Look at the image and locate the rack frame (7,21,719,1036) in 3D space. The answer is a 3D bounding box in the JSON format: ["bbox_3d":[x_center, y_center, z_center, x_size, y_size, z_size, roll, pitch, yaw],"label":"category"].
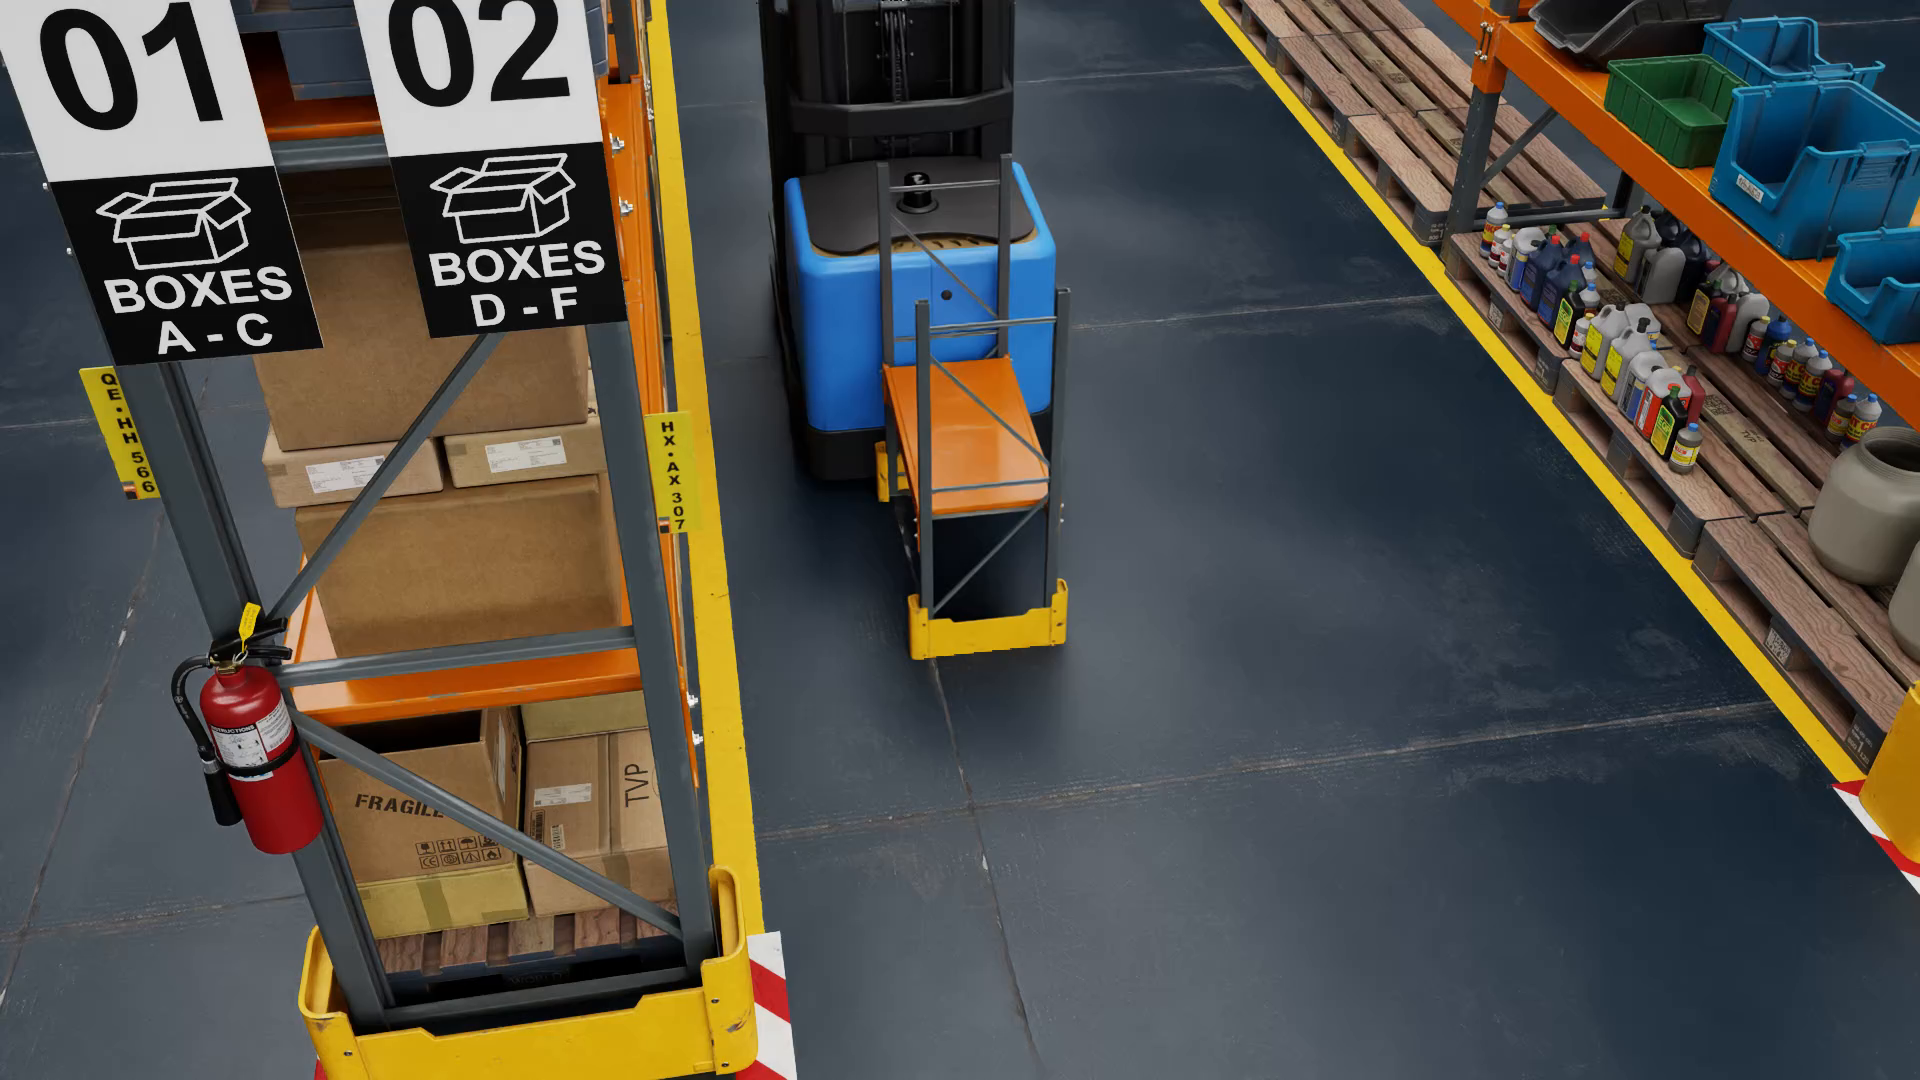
[{"bbox_3d":[-1.187,0.281,3.943,1.000,3.000,0.127,-6,38,-8],"label":"rack frame"}]

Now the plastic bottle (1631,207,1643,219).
[{"bbox_3d":[3.360,-1.548,8.220,0.097,0.201,0.097,0,38,0],"label":"plastic bottle"}]

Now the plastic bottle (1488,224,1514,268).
[{"bbox_3d":[2.631,-1.433,8.072,0.097,0.201,0.097,0,38,0],"label":"plastic bottle"}]

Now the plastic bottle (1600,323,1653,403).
[{"bbox_3d":[2.863,-0.777,7.106,0.144,0.351,0.185,-5,38,-6],"label":"plastic bottle"}]

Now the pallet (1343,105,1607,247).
[{"bbox_3d":[2.813,-2.034,9.196,1.003,0.211,1.213,-6,38,-8],"label":"pallet"}]

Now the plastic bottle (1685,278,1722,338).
[{"bbox_3d":[3.380,-1.071,7.539,0.061,0.283,0.133,-6,38,-8],"label":"plastic bottle"}]

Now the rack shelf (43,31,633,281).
[{"bbox_3d":[-1.537,-1.827,4.798,1.077,0.370,4.000,-6,38,-8],"label":"rack shelf"}]

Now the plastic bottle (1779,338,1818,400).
[{"bbox_3d":[3.602,-0.741,7.125,0.097,0.271,0.097,0,38,0],"label":"plastic bottle"}]

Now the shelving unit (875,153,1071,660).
[{"bbox_3d":[0.023,-0.500,6.171,0.587,1.500,1.083,-6,38,-7],"label":"shelving unit"}]

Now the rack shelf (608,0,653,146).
[{"bbox_3d":[-2.239,-3.058,8.828,1.077,0.370,4.000,-6,38,-8],"label":"rack shelf"}]

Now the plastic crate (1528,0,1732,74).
[{"bbox_3d":[2.956,-2.311,7.330,0.767,0.338,0.504,-6,38,-8],"label":"plastic crate"}]

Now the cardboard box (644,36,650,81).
[{"bbox_3d":[-2.078,-2.724,9.710,0.500,0.250,0.500,-5,38,-7],"label":"cardboard box"}]

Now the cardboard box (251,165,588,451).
[{"bbox_3d":[-1.265,-0.586,3.920,0.700,0.500,0.500,-6,38,-8],"label":"cardboard box"}]

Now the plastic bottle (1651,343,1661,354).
[{"bbox_3d":[2.974,-0.758,7.203,0.097,0.201,0.097,0,38,0],"label":"plastic bottle"}]

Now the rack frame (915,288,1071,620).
[{"bbox_3d":[0.106,-0.187,5.768,0.500,1.500,0.032,-6,38,-7],"label":"rack frame"}]

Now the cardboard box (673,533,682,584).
[{"bbox_3d":[-1.323,-0.053,6.272,0.500,0.250,0.500,-6,38,-8],"label":"cardboard box"}]

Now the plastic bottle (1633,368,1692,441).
[{"bbox_3d":[2.920,-0.565,6.893,0.152,0.276,0.135,-6,38,-8],"label":"plastic bottle"}]

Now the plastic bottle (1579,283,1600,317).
[{"bbox_3d":[2.818,-1.030,7.497,0.097,0.271,0.097,0,38,0],"label":"plastic bottle"}]

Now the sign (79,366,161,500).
[{"bbox_3d":[-1.723,-0.219,3.451,0.100,0.325,0.005,-6,38,-8],"label":"sign"}]

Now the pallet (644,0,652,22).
[{"bbox_3d":[-2.683,-3.904,11.604,1.003,0.211,1.213,-6,38,-8],"label":"pallet"}]

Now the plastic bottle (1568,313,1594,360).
[{"bbox_3d":[2.782,-0.914,7.404,0.097,0.201,0.097,0,38,0],"label":"plastic bottle"}]

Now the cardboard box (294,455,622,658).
[{"bbox_3d":[-1.256,-0.041,4.277,0.700,0.500,0.500,-6,38,-8],"label":"cardboard box"}]

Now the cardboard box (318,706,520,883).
[{"bbox_3d":[-1.574,0.613,4.803,0.500,0.500,0.500,-6,38,-8],"label":"cardboard box"}]

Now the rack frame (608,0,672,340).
[{"bbox_3d":[-1.888,-2.135,7.053,1.000,3.000,0.127,-6,38,-8],"label":"rack frame"}]

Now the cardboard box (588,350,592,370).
[{"bbox_3d":[-1.092,-0.434,4.253,0.380,0.149,0.250,-7,38,-9],"label":"cardboard box"}]

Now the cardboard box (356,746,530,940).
[{"bbox_3d":[-1.572,0.909,5.034,0.500,0.250,0.500,-6,38,-8],"label":"cardboard box"}]

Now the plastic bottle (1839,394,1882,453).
[{"bbox_3d":[3.680,-0.474,6.780,0.097,0.271,0.097,0,38,0],"label":"plastic bottle"}]

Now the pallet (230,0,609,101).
[{"bbox_3d":[-1.285,-1.298,3.603,1.003,0.211,1.213,-6,38,-8],"label":"pallet"}]

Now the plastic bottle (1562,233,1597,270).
[{"bbox_3d":[2.864,-1.276,7.748,0.144,0.351,0.185,-6,38,-8],"label":"plastic bottle"}]

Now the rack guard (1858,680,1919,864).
[{"bbox_3d":[3.631,0.697,5.445,1.175,0.500,0.348,-6,38,-8],"label":"rack guard"}]

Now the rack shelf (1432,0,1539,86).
[{"bbox_3d":[2.639,-3.589,9.511,1.077,0.370,4.000,-6,38,-8],"label":"rack shelf"}]

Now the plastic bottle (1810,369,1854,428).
[{"bbox_3d":[3.658,-0.617,6.955,0.061,0.283,0.133,-6,38,-7],"label":"plastic bottle"}]

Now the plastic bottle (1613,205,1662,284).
[{"bbox_3d":[3.244,-1.419,7.932,0.144,0.351,0.185,-6,38,-8],"label":"plastic bottle"}]

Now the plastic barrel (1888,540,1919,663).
[{"bbox_3d":[3.500,0.178,5.761,0.421,0.512,0.421,0,38,0],"label":"plastic barrel"}]

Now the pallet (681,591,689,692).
[{"bbox_3d":[-1.572,0.190,6.333,1.003,0.211,1.213,-6,38,-8],"label":"pallet"}]

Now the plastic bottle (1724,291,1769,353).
[{"bbox_3d":[3.501,-0.996,7.448,0.152,0.276,0.135,-6,38,-7],"label":"plastic bottle"}]

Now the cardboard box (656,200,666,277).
[{"bbox_3d":[-1.715,-1.485,8.115,0.500,0.250,0.500,-7,38,-9],"label":"cardboard box"}]

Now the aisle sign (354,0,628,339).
[{"bbox_3d":[-0.874,-0.738,3.137,0.394,0.787,0.004,-6,38,-8],"label":"aisle sign"}]

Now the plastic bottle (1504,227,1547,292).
[{"bbox_3d":[2.697,-1.331,7.880,0.152,0.276,0.135,-5,38,-6],"label":"plastic bottle"}]

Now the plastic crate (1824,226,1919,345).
[{"bbox_3d":[3.200,-0.853,5.525,0.499,0.251,0.408,-6,38,-8],"label":"plastic crate"}]

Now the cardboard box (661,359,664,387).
[{"bbox_3d":[-1.513,-0.655,7.047,0.500,0.250,0.500,-6,38,-8],"label":"cardboard box"}]

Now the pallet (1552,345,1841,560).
[{"bbox_3d":[3.283,-0.415,7.113,1.003,0.211,1.213,-6,38,-8],"label":"pallet"}]

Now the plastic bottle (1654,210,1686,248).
[{"bbox_3d":[3.386,-1.435,7.952,0.144,0.351,0.185,-7,38,-9],"label":"plastic bottle"}]

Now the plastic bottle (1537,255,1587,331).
[{"bbox_3d":[2.755,-1.147,7.581,0.144,0.351,0.185,-8,39,-10],"label":"plastic bottle"}]

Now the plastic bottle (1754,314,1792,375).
[{"bbox_3d":[3.566,-0.864,7.282,0.097,0.271,0.097,0,38,0],"label":"plastic bottle"}]

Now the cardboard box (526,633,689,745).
[{"bbox_3d":[-1.153,0.552,5.493,0.500,0.250,0.500,-6,38,-8],"label":"cardboard box"}]

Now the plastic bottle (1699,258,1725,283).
[{"bbox_3d":[3.489,-1.198,7.703,0.061,0.283,0.133,-4,38,-5],"label":"plastic bottle"}]

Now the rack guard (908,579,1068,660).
[{"bbox_3d":[0.103,0.295,6.166,0.587,0.250,0.087,-6,38,-7],"label":"rack guard"}]

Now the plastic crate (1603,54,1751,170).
[{"bbox_3d":[2.949,-1.731,6.706,0.450,0.188,0.662,-6,38,-8],"label":"plastic crate"}]

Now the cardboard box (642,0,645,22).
[{"bbox_3d":[-2.257,-3.339,10.502,0.500,0.250,0.500,-5,38,-7],"label":"cardboard box"}]

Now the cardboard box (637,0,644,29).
[{"bbox_3d":[-2.072,-2.944,9.536,0.500,0.311,0.500,-6,38,-8],"label":"cardboard box"}]

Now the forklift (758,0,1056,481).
[{"bbox_3d":[-0.349,-2.307,7.330,1.130,2.935,3.031,-6,38,-7],"label":"forklift"}]

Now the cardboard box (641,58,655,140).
[{"bbox_3d":[-1.890,-2.328,8.743,0.500,0.311,0.500,-7,38,-9],"label":"cardboard box"}]

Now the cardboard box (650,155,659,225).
[{"bbox_3d":[-1.715,-1.712,7.951,0.500,0.311,0.500,-6,38,-8],"label":"cardboard box"}]

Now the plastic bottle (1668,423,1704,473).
[{"bbox_3d":[2.937,-0.380,6.716,0.097,0.201,0.097,0,38,0],"label":"plastic bottle"}]

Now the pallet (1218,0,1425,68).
[{"bbox_3d":[2.386,-3.508,11.093,1.003,0.211,1.213,-6,38,-8],"label":"pallet"}]
